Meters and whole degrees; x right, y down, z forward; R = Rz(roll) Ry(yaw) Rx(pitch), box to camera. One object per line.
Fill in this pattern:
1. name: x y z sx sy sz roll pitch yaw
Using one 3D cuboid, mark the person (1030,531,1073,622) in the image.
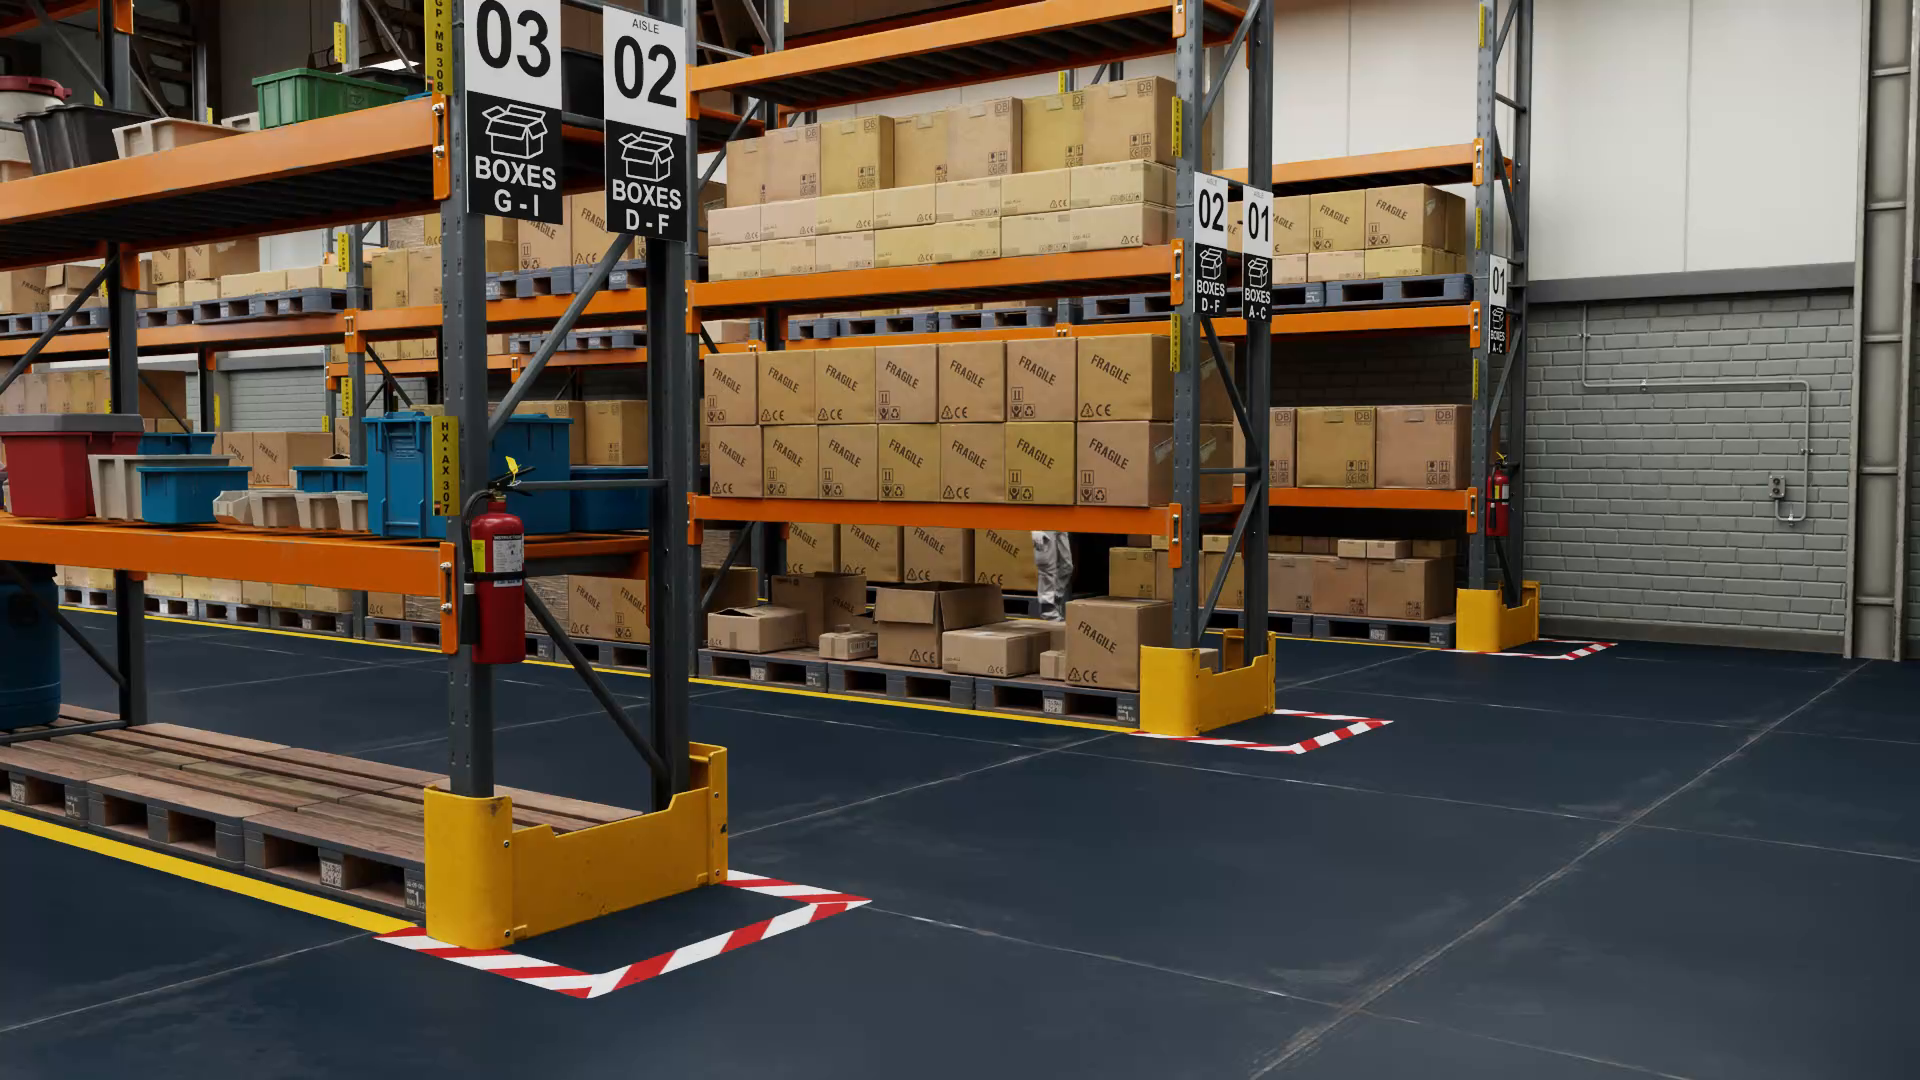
1. person: 0.838 -0.070 14.799 0.480 1.818 0.586 2 4 28
